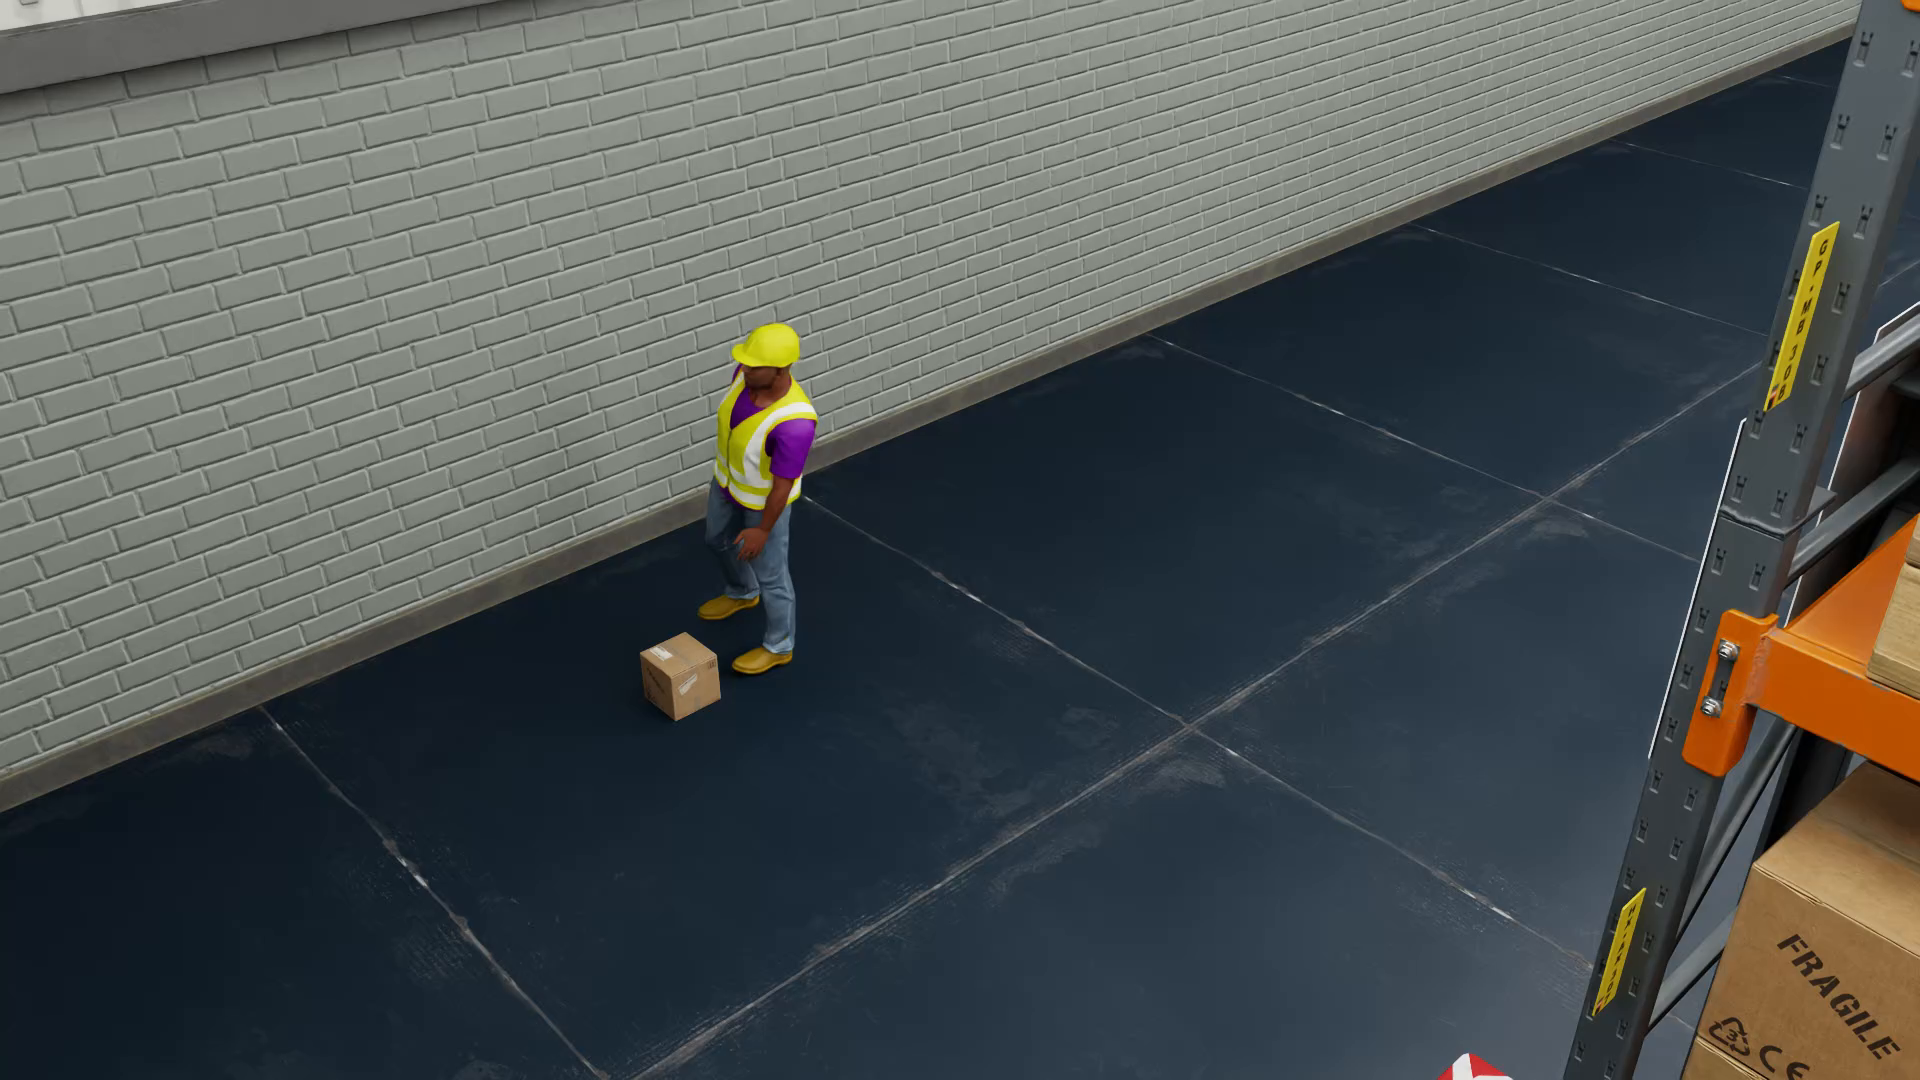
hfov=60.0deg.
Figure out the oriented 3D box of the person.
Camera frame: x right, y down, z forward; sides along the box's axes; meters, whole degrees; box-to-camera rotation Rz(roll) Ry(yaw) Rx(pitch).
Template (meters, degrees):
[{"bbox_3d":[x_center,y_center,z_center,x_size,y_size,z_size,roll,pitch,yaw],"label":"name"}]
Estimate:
[{"bbox_3d":[-0.960,-0.206,7.437,0.426,1.770,0.815,-26,40,-35],"label":"person"}]
